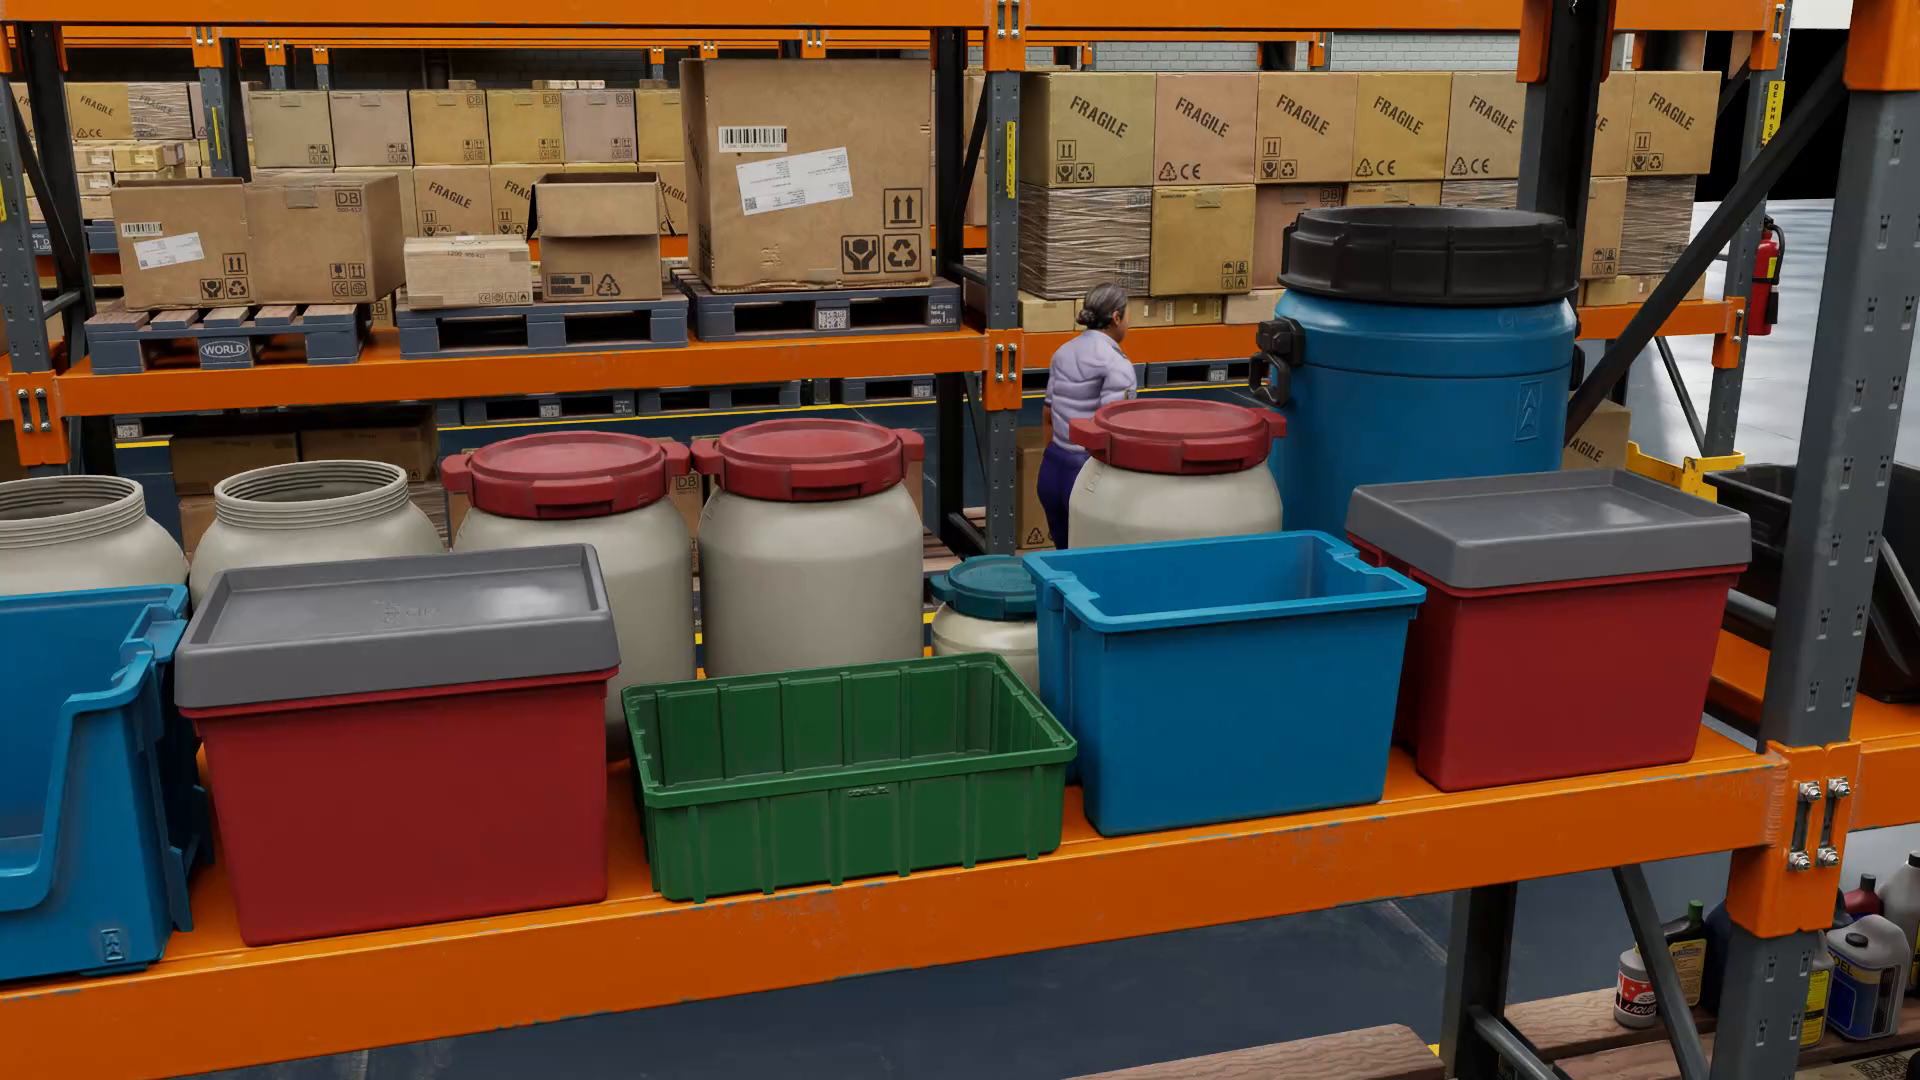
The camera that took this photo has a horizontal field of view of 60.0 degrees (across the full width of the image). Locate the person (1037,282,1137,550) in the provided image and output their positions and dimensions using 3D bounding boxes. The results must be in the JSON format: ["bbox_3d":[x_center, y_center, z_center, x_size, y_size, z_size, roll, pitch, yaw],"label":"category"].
[{"bbox_3d":[0.541,-0.213,6.785,0.366,1.652,0.555,-10,19,-32],"label":"person"}]
